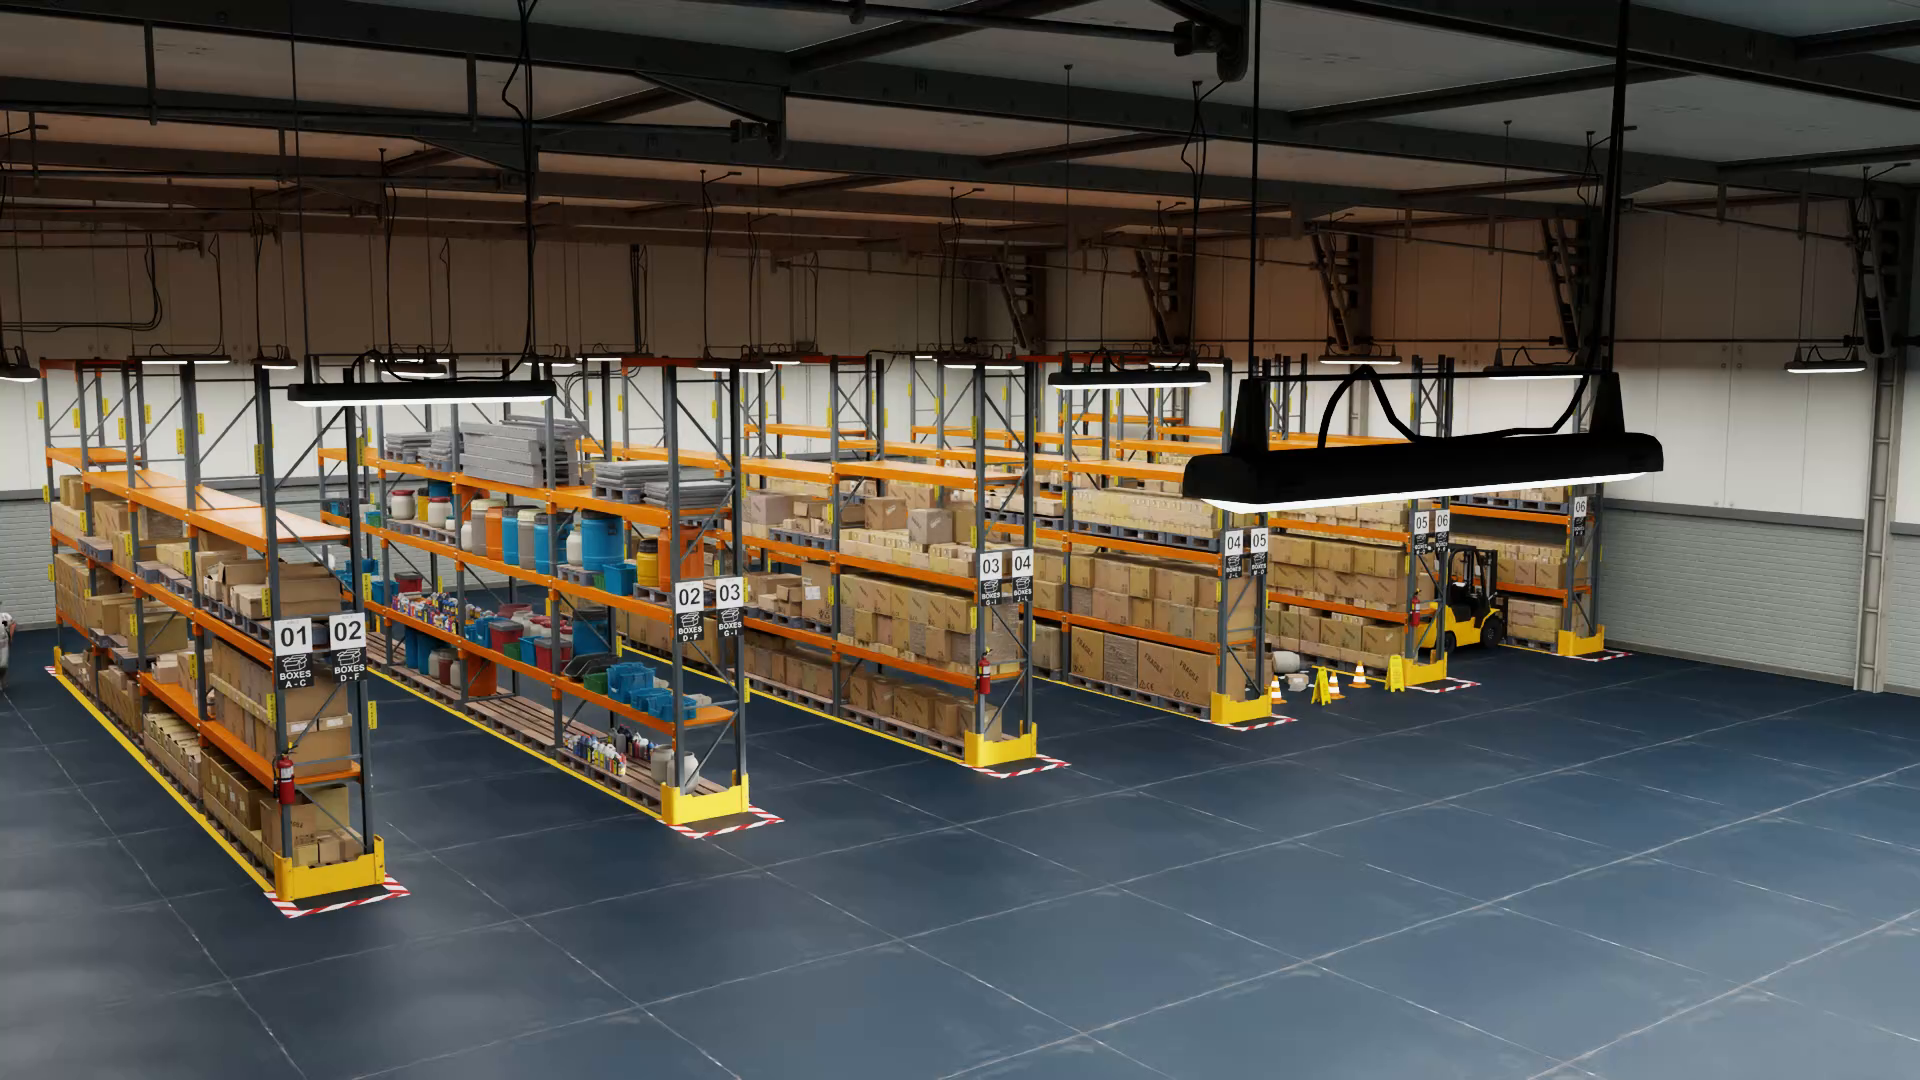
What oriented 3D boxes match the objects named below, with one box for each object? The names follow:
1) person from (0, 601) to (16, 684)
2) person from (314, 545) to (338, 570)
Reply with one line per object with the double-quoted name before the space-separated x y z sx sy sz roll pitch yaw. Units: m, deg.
"person" -17.405 1.861 30.029 0.640 1.601 0.718 -3 8 -26
"person" -14.418 0.897 37.753 0.964 1.677 0.555 4 8 28
